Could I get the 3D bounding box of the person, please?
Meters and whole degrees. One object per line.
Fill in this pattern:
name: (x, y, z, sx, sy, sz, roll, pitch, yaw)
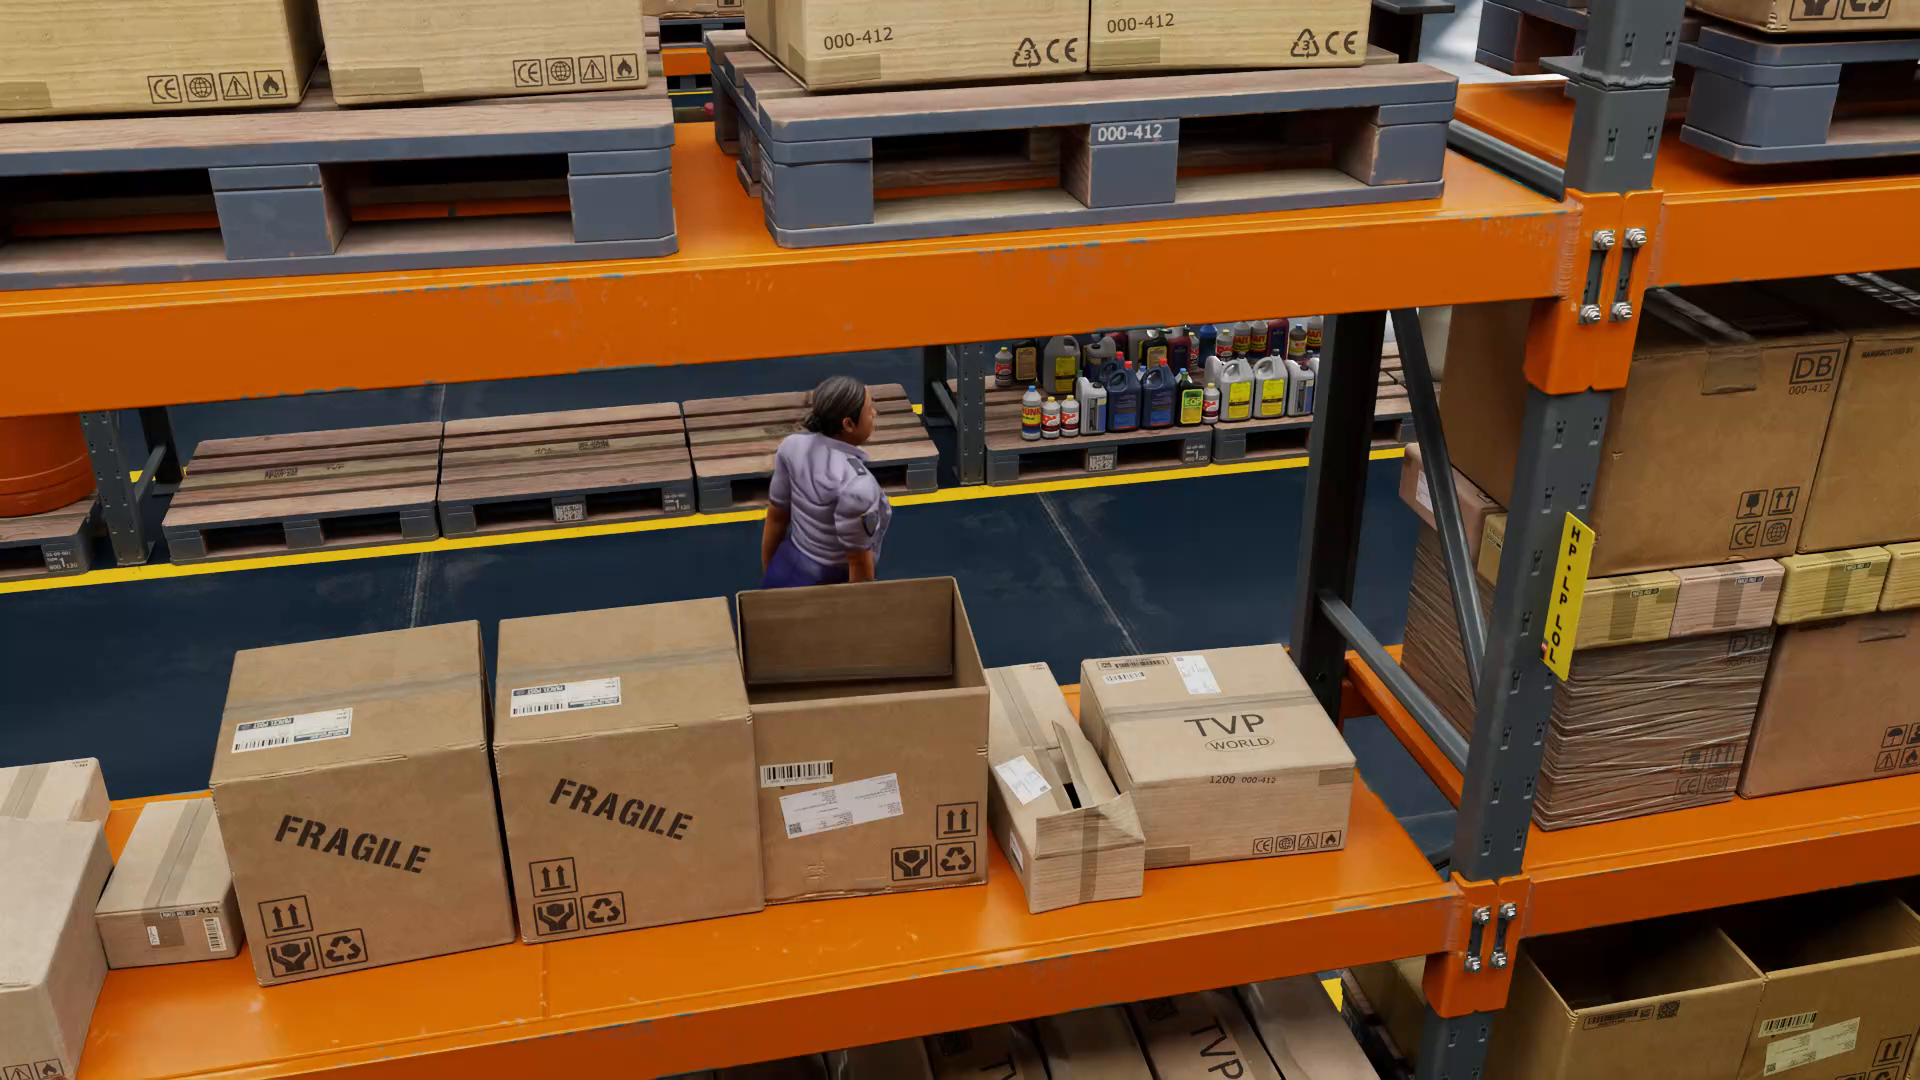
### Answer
person: (-0.465, 0.205, 5.700, 0.471, 1.633, 0.532, -18, 32, -32)
